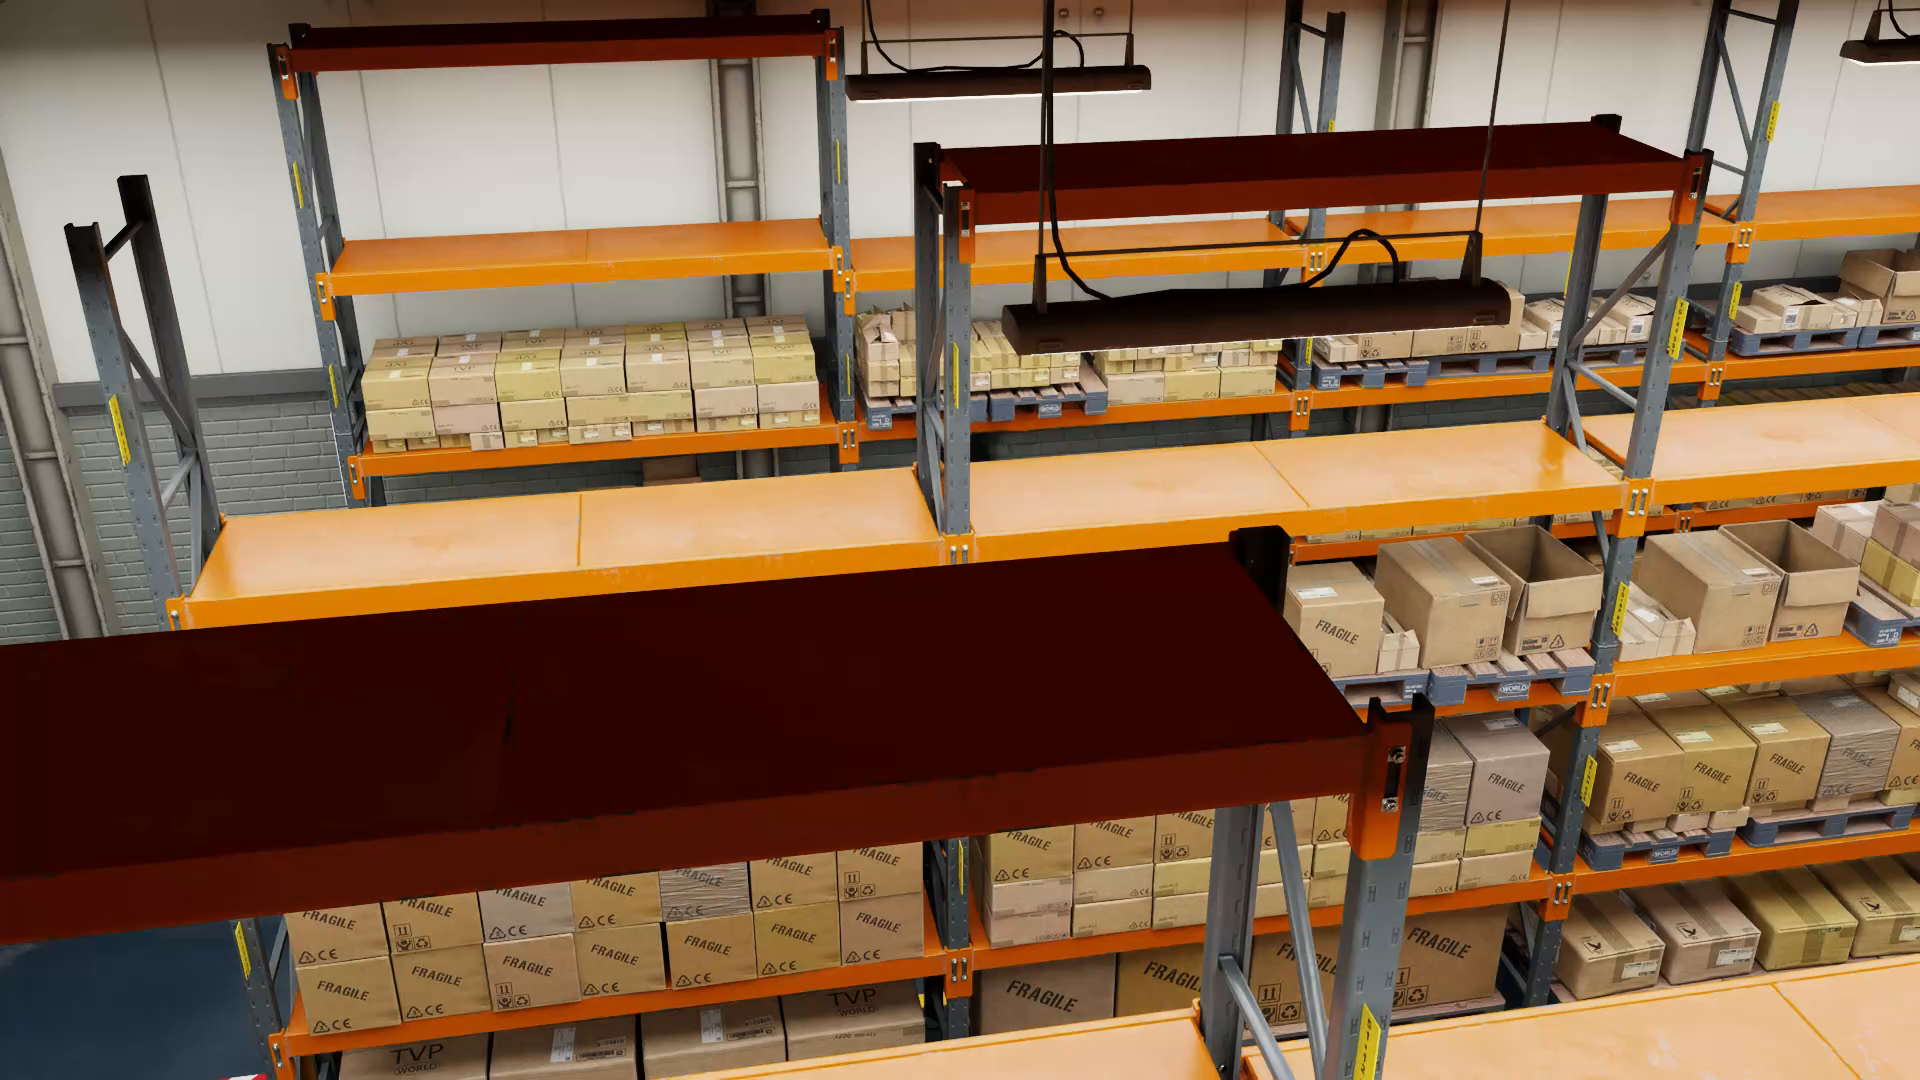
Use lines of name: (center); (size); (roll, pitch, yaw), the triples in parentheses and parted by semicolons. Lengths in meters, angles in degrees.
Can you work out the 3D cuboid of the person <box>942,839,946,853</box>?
person: (0.061, 1.736, 11.992); (0.973, 1.834, 0.704); (-4, 26, -9)
